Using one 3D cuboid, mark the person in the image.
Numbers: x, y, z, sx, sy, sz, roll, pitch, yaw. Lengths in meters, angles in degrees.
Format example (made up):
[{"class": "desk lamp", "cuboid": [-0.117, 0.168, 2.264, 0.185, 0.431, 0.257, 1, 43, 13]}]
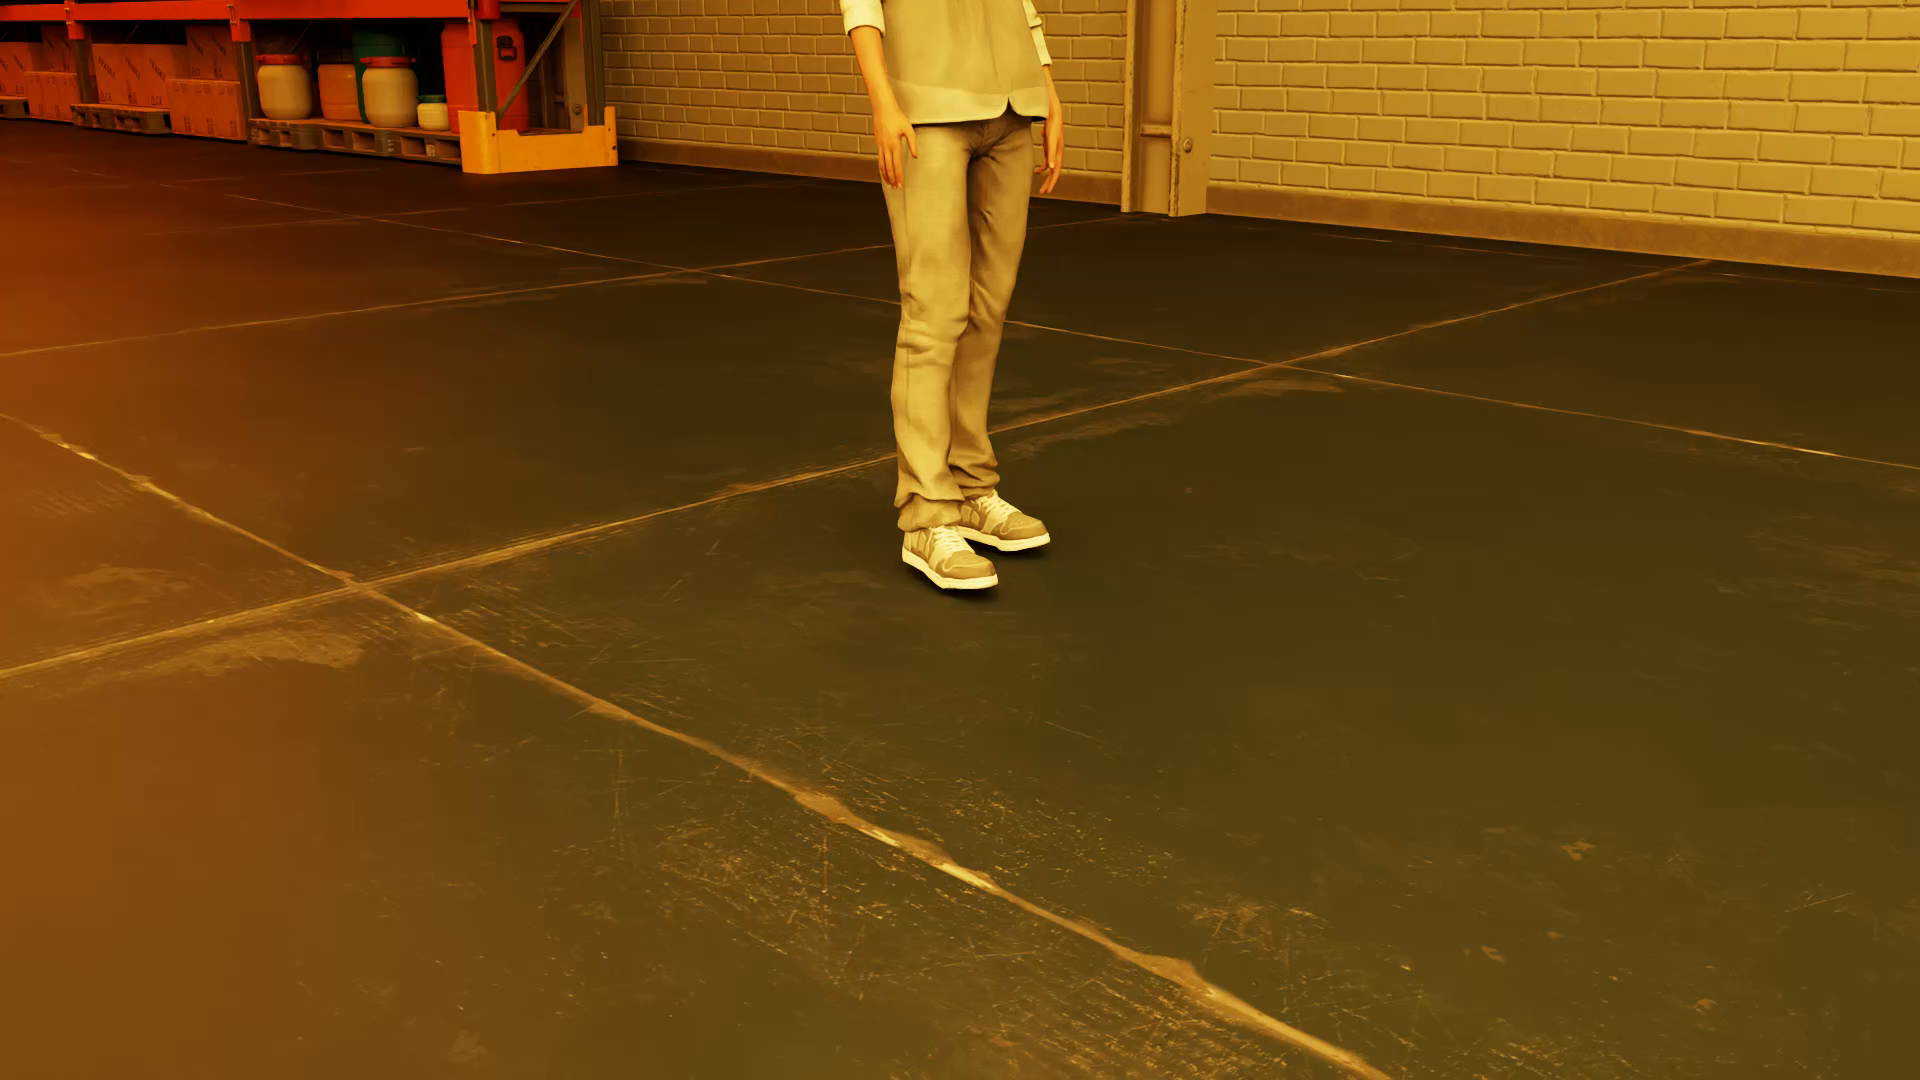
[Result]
[{"class": "person", "cuboid": [0.042, -0.752, 3.098, 0.475, 1.597, 0.520, 16, 23, 42]}]
